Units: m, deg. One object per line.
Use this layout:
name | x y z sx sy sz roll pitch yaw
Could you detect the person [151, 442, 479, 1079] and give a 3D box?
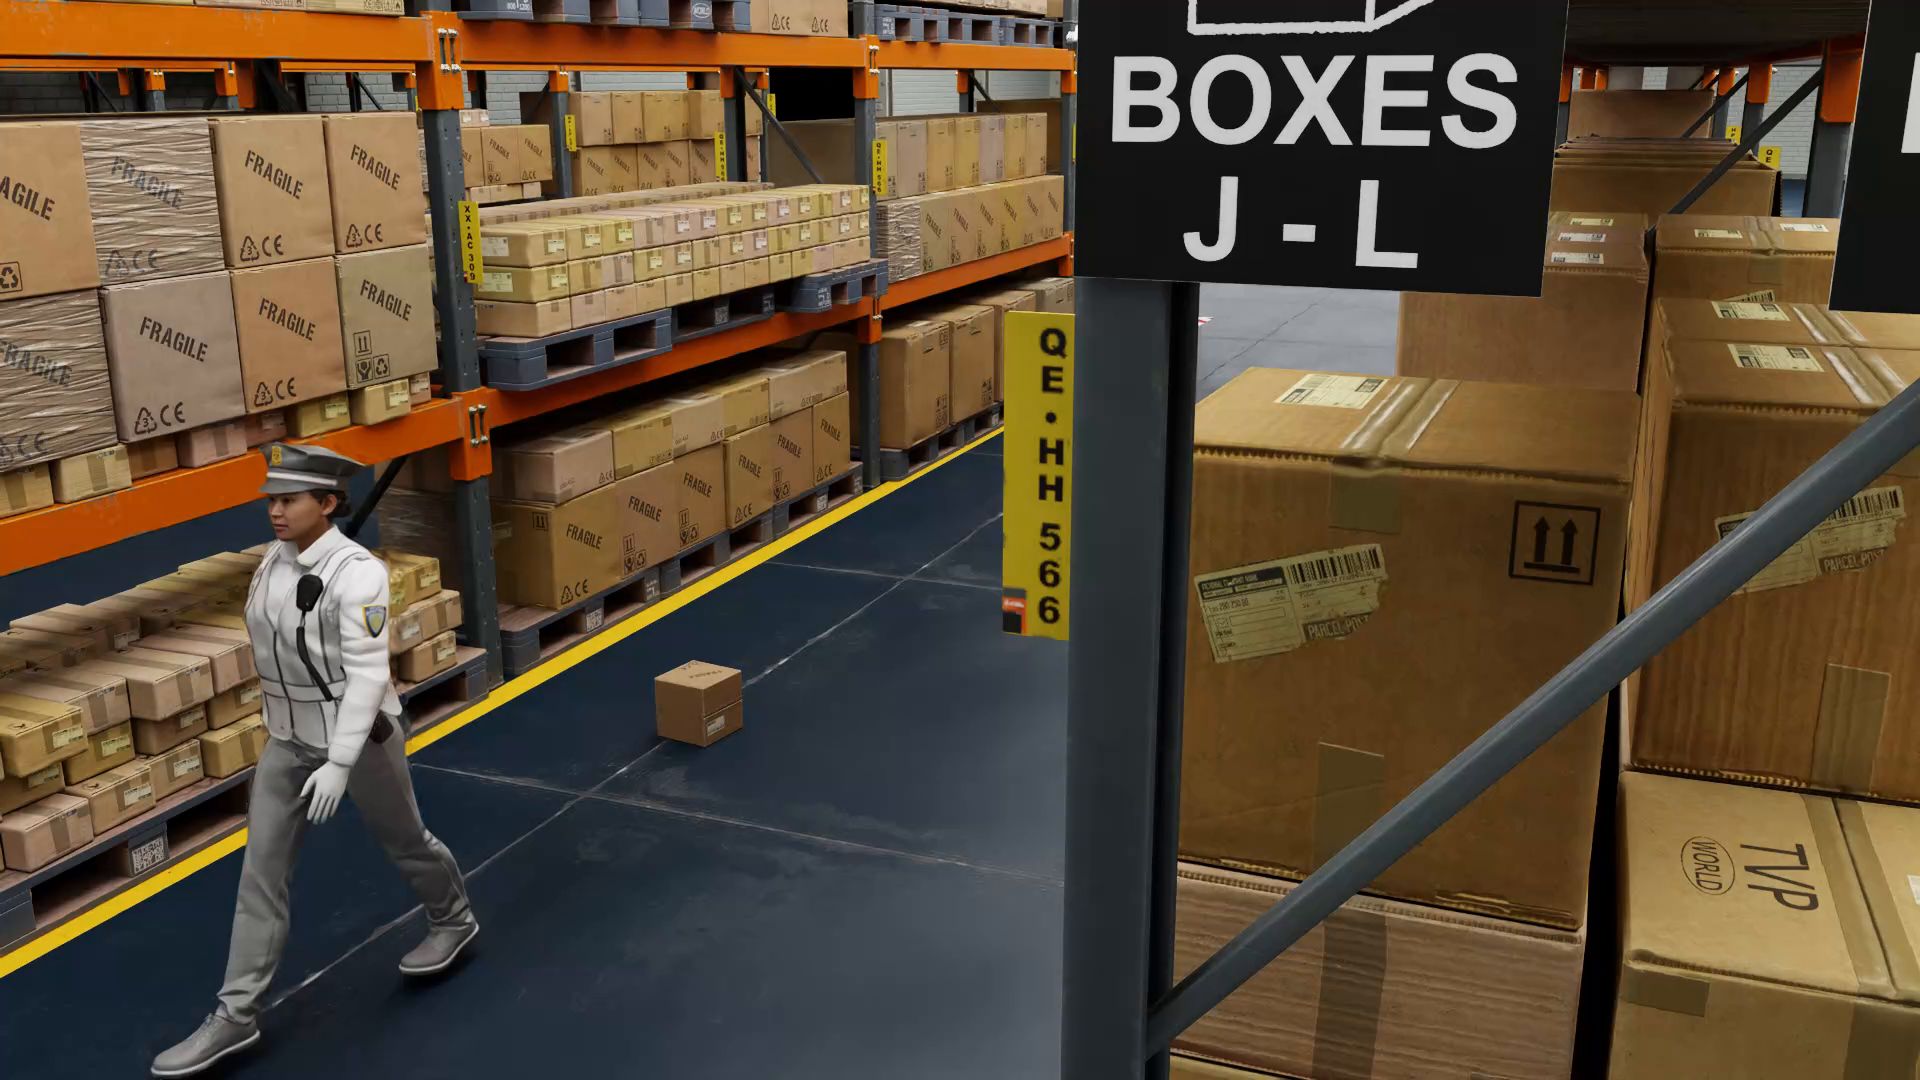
person | -1.741 0.542 4.466 0.504 1.631 0.982 8 17 25
